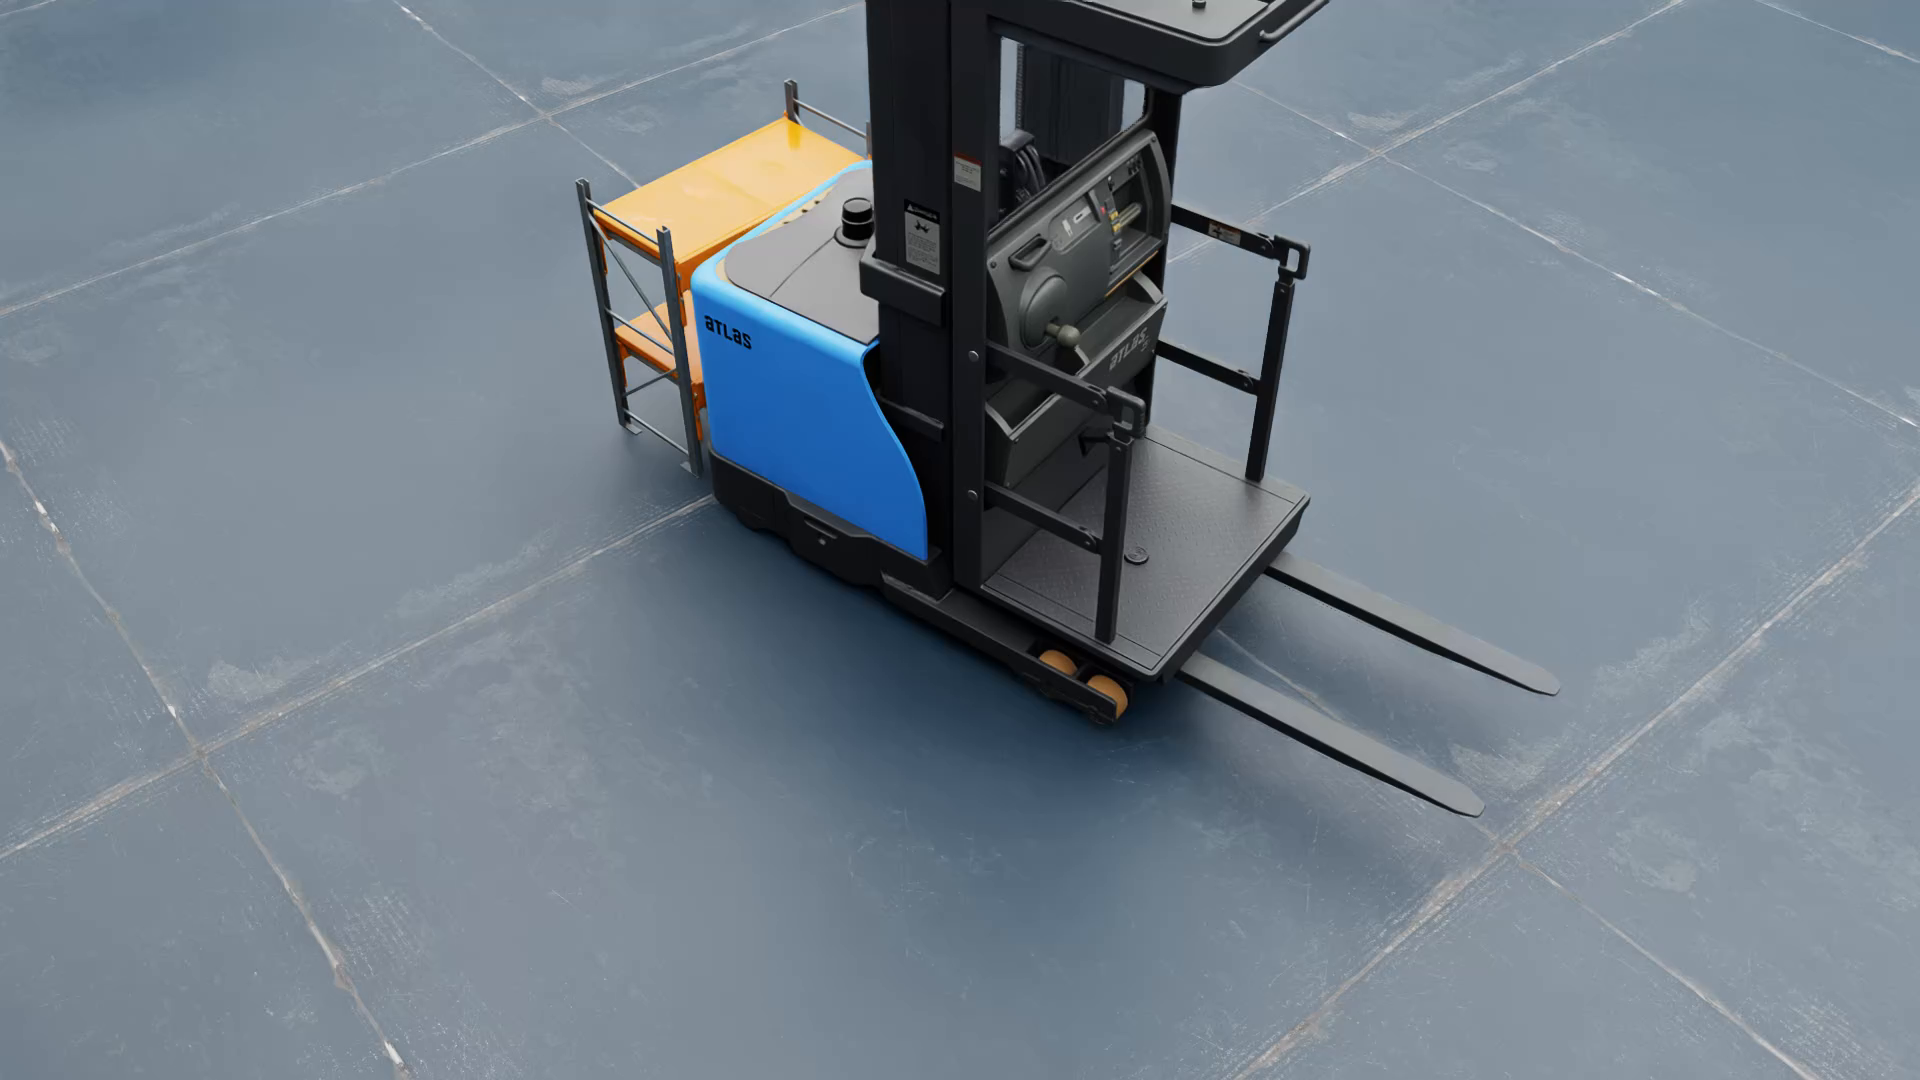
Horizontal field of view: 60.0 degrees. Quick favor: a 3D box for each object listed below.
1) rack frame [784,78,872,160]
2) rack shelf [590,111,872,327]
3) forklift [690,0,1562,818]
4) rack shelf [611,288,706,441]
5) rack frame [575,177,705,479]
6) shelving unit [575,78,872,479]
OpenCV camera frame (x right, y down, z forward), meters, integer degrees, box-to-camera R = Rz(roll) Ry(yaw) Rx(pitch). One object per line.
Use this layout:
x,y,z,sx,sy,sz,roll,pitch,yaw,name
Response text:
-0.498,-1.281,6.793,0.500,1.125,0.032,33,52,30,rack frame
-0.846,-1.241,6.322,0.538,0.278,1.000,33,52,30,rack shelf
0.548,-0.865,5.031,3.031,2.935,1.130,27,49,26,forklift
-0.846,-0.850,6.690,0.538,0.278,1.000,33,52,30,rack shelf
-1.194,-0.774,6.253,0.500,1.125,0.032,33,52,30,rack frame
-0.846,-1.028,6.523,0.538,1.125,1.048,33,52,30,shelving unit
